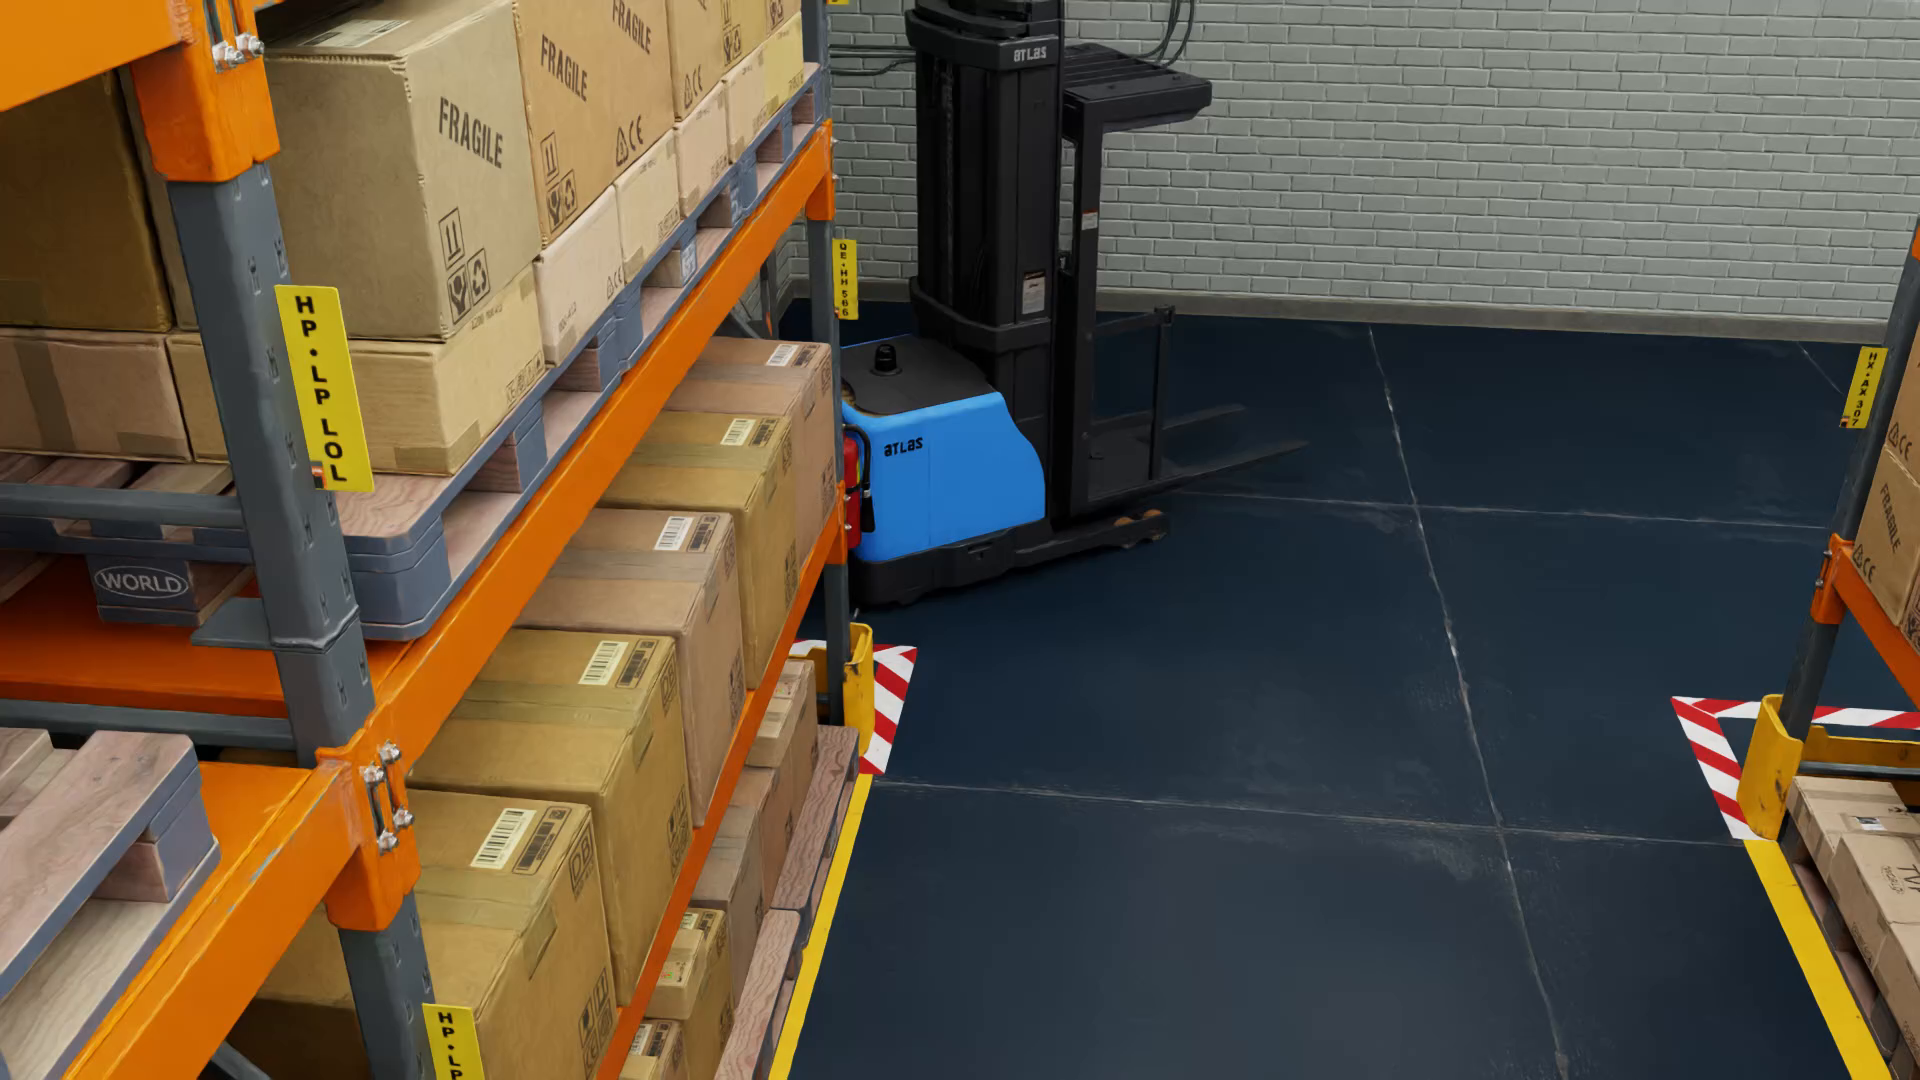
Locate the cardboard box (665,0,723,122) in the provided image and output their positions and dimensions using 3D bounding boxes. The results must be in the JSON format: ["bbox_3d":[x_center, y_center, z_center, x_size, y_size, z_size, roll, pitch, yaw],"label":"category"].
[{"bbox_3d":[-0.935,-1.414,4.370,0.500,0.500,0.500,2,28,4],"label":"cardboard box"}]

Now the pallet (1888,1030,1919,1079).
[{"bbox_3d":[3.670,2.055,5.213,1.003,0.211,1.213,3,28,6],"label":"pallet"}]

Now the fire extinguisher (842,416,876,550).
[{"bbox_3d":[-0.512,-0.288,7.097,0.296,0.674,0.183,3,28,6],"label":"fire extinguisher"}]

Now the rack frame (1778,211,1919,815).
[{"bbox_3d":[3.928,-0.156,6.377,1.000,3.000,0.127,3,28,6],"label":"rack frame"}]

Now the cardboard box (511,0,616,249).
[{"bbox_3d":[-1.056,-0.935,3.479,0.500,0.500,0.500,3,28,5],"label":"cardboard box"}]

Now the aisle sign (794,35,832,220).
[{"bbox_3d":[-0.682,-1.603,6.322,0.394,0.787,0.004,3,28,6],"label":"aisle sign"}]

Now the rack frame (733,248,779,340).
[{"bbox_3d":[-1.099,-0.733,8.396,0.400,2.100,0.015,-6,29,-11],"label":"rack frame"}]

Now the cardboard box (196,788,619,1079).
[{"bbox_3d":[-1.396,1.054,3.814,0.980,0.700,0.700,4,29,7],"label":"cardboard box"}]

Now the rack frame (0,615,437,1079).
[{"bbox_3d":[-1.479,1.441,3.413,1.000,3.000,0.127,3,28,6],"label":"rack frame"}]

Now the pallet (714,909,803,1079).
[{"bbox_3d":[-1.161,1.739,5.800,1.003,0.211,1.213,3,28,6],"label":"pallet"}]

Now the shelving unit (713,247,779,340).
[{"bbox_3d":[-1.150,-0.847,8.606,0.431,2.100,0.503,-6,29,-11],"label":"shelving unit"}]

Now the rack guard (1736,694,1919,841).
[{"bbox_3d":[3.919,0.980,6.904,1.175,0.500,0.348,3,28,6],"label":"rack guard"}]

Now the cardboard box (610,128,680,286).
[{"bbox_3d":[-1.001,-0.834,4.082,0.500,0.250,0.500,3,28,5],"label":"cardboard box"}]

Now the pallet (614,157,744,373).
[{"bbox_3d":[-1.216,-0.798,4.500,1.003,0.211,1.213,3,28,6],"label":"pallet"}]

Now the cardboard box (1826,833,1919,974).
[{"bbox_3d":[3.519,1.335,6.044,0.500,0.250,0.500,3,28,6],"label":"cardboard box"}]

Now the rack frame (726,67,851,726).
[{"bbox_3d":[-0.989,-0.442,6.908,1.000,3.000,0.127,3,28,6],"label":"rack frame"}]

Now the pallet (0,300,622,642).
[{"bbox_3d":[-1.368,-0.225,3.437,1.003,0.211,1.213,3,28,6],"label":"pallet"}]

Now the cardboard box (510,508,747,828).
[{"bbox_3d":[-1.222,0.368,5.088,0.980,0.700,0.700,2,28,4],"label":"cardboard box"}]

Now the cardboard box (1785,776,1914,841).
[{"bbox_3d":[3.536,1.082,6.620,0.380,0.149,0.250,3,28,6],"label":"cardboard box"}]

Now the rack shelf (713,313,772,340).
[{"bbox_3d":[-1.150,-0.835,8.612,0.431,0.518,0.480,-6,29,-11],"label":"rack shelf"}]

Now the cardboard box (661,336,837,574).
[{"bbox_3d":[-1.041,-0.334,6.391,0.980,0.700,0.700,5,29,9],"label":"cardboard box"}]

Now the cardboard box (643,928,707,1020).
[{"bbox_3d":[-0.999,1.328,5.131,0.380,0.149,0.250,3,28,5],"label":"cardboard box"}]

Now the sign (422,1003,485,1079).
[{"bbox_3d":[-0.939,0.993,3.108,0.100,0.325,0.005,3,28,6],"label":"sign"}]

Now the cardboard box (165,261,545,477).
[{"bbox_3d":[-1.133,-0.353,3.190,0.500,0.250,0.500,3,28,6],"label":"cardboard box"}]

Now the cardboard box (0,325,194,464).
[{"bbox_3d":[-1.628,-0.379,3.237,0.500,0.250,0.500,4,29,7],"label":"cardboard box"}]

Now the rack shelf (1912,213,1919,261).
[{"bbox_3d":[3.683,-0.219,4.089,1.077,0.370,4.000,3,28,6],"label":"rack shelf"}]

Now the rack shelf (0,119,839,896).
[{"bbox_3d":[-1.234,-0.505,4.620,1.077,0.370,4.000,3,28,6],"label":"rack shelf"}]

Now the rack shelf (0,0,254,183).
[{"bbox_3d":[-1.724,0.234,0.509,1.077,0.370,4.000,3,28,6],"label":"rack shelf"}]

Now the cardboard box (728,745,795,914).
[{"bbox_3d":[-1.037,1.044,6.342,0.700,0.500,0.500,3,28,6],"label":"cardboard box"}]

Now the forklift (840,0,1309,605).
[{"bbox_3d":[0.590,-1.450,8.851,3.031,2.935,1.130,-15,32,-26],"label":"forklift"}]

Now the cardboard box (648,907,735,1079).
[{"bbox_3d":[-1.156,1.532,5.436,0.700,0.500,0.500,4,29,7],"label":"cardboard box"}]

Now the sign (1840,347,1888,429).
[{"bbox_3d":[3.389,-0.569,6.230,0.100,0.325,0.005,3,28,6],"label":"sign"}]

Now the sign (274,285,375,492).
[{"bbox_3d":[-0.939,-0.219,2.455,0.100,0.325,0.005,3,28,6],"label":"sign"}]

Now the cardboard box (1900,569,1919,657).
[{"bbox_3d":[3.554,0.236,5.543,0.500,0.500,0.500,3,28,6],"label":"cardboard box"}]

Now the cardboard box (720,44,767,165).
[{"bbox_3d":[-0.878,-1.321,4.986,0.500,0.250,0.500,2,28,4],"label":"cardboard box"}]

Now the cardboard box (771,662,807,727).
[{"bbox_3d":[-0.810,0.594,6.494,0.380,0.149,0.250,3,28,6],"label":"cardboard box"}]

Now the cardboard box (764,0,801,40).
[{"bbox_3d":[-0.808,-1.895,5.262,0.500,0.500,0.500,3,28,6],"label":"cardboard box"}]
